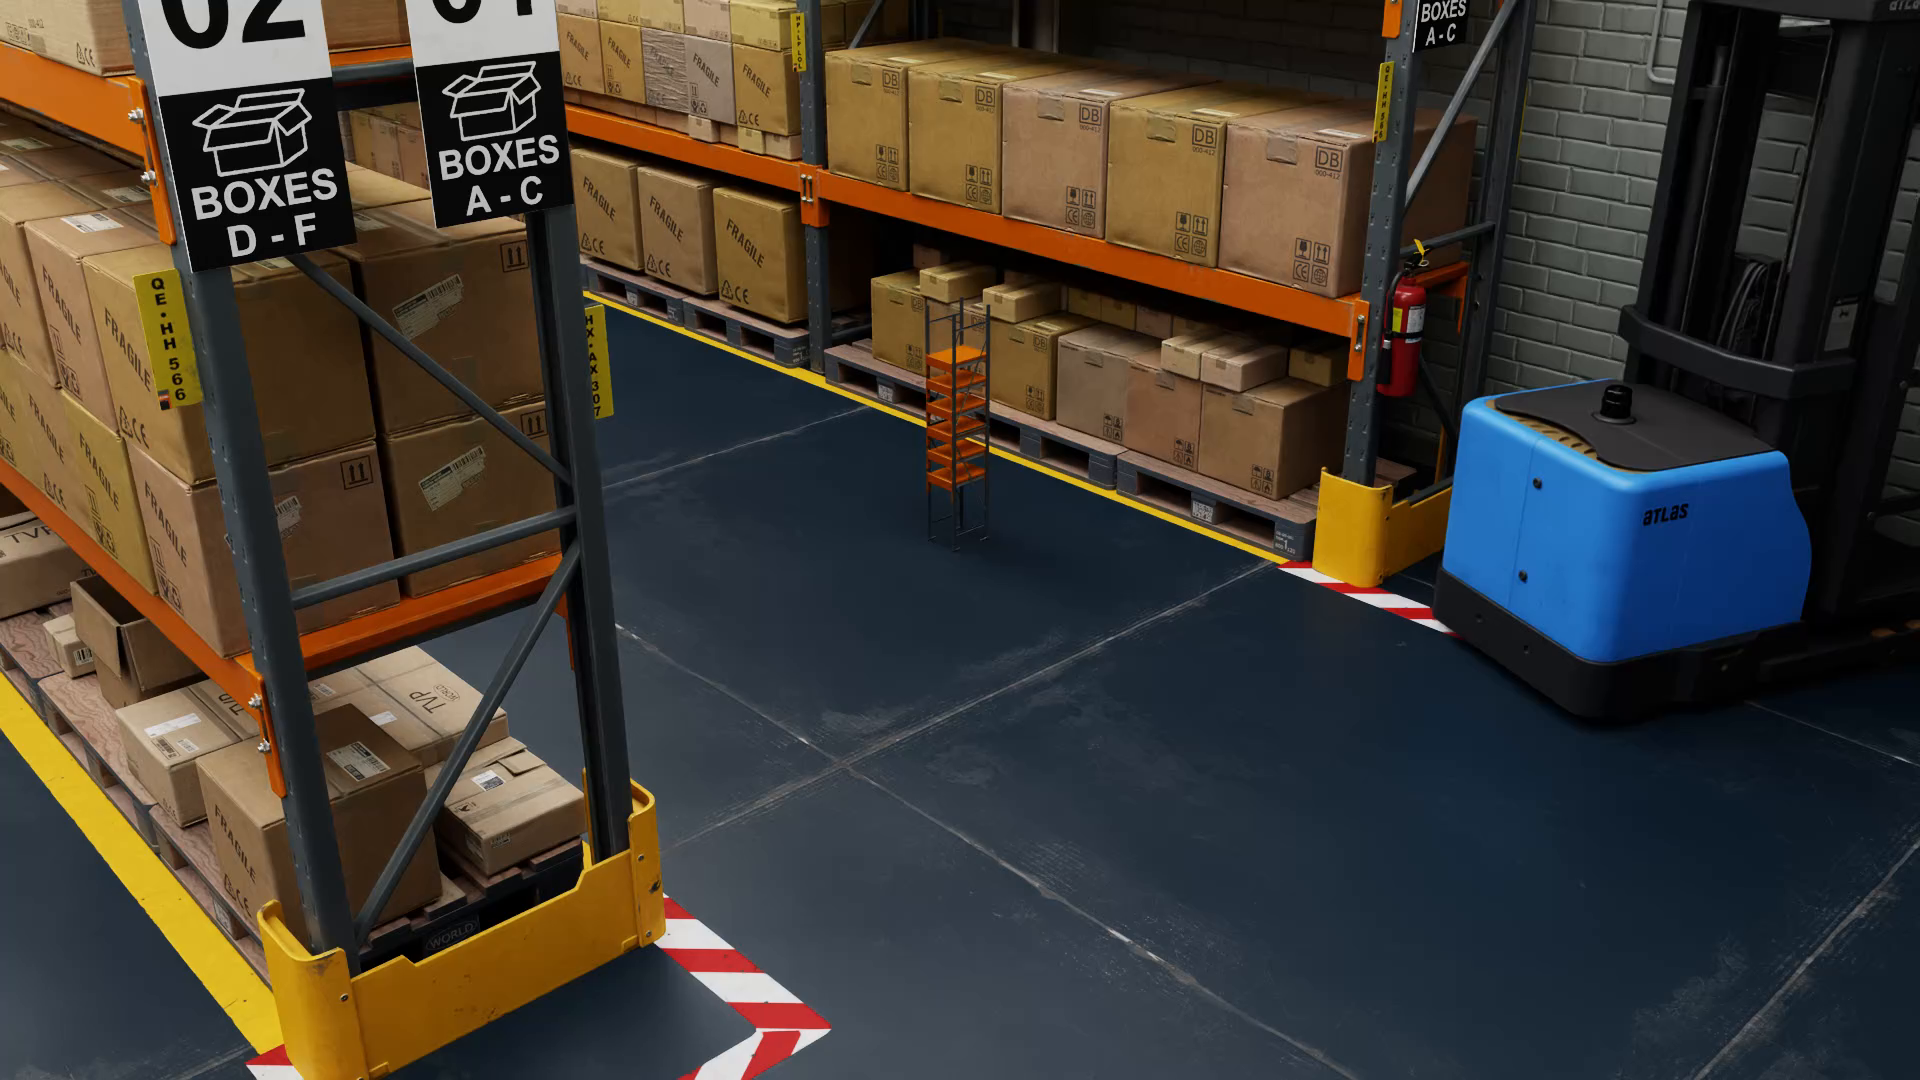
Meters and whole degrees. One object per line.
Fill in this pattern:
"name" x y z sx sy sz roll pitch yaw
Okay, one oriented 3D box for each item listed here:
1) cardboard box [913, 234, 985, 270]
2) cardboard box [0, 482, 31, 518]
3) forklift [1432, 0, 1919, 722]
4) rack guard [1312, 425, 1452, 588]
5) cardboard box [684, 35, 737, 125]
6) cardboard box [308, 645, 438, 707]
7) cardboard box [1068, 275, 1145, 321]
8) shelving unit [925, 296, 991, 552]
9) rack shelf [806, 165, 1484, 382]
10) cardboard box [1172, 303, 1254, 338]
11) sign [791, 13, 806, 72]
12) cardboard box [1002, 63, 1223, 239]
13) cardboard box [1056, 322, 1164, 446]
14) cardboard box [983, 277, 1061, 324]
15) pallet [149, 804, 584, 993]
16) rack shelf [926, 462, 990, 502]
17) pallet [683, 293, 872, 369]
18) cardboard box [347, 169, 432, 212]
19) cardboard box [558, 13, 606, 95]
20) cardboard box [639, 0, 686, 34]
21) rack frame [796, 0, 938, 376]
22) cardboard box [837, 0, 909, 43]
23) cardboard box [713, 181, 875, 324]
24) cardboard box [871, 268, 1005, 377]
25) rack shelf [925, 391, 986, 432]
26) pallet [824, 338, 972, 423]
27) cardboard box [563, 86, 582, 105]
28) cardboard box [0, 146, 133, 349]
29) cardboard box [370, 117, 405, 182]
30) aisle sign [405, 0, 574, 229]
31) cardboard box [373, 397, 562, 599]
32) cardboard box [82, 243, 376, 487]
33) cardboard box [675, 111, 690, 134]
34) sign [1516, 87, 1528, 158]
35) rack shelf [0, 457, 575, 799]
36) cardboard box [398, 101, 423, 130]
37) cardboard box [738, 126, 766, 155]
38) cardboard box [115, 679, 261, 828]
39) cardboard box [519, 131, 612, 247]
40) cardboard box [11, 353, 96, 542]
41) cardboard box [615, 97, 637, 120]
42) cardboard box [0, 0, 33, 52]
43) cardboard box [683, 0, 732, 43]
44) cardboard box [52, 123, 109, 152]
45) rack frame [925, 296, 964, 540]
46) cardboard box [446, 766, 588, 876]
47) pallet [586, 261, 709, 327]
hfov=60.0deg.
"cardboard box" -0.066 -1.759 10.215 0.380 0.149 0.250 -21 32 -39
"cardboard box" -4.708 -0.290 7.753 0.500 0.500 0.500 -21 32 -39
"forklift" 3.657 -0.988 6.885 3.031 2.935 1.130 -9 26 -20
"rack guard" 2.202 -0.209 8.105 1.175 0.500 0.348 -21 32 -38
"cardboard box" -1.404 -2.975 10.655 0.500 0.500 0.500 -21 32 -38
"cardboard box" -2.276 0.556 6.201 0.500 0.250 0.500 -21 32 -38
"cardboard box" 0.825 -1.365 9.353 0.380 0.149 0.250 -22 32 -39
"shelving unit" -0.010 -0.550 8.011 0.258 1.200 0.189 -21 32 -38
"rack shelf" 0.819 -1.632 9.080 1.077 0.370 4.000 -21 32 -38
"cardboard box" 1.348 -1.134 8.846 0.380 0.149 0.250 -21 32 -38
"sign" -0.938 -2.899 9.691 0.100 0.325 0.005 -21 32 -38
"cardboard box" 0.810 -2.092 8.861 0.700 0.700 0.980 22 32 39
"cardboard box" 0.948 -0.895 9.103 0.500 0.500 0.700 23 33 40
"cardboard box" 0.346 -1.345 9.308 0.380 0.149 0.250 -22 33 -40
"pallet" -2.025 1.058 5.678 1.003 0.211 1.213 -21 32 -38
"rack shelf" -0.010 -0.291 8.129 0.258 0.103 0.180 -21 32 -38
"pallet" -1.131 -1.509 11.303 1.003 0.211 1.213 -21 32 -38
"cardboard box" -1.901 -0.813 5.092 0.500 0.500 0.500 -21 32 -38
"cardboard box" -2.447 -3.435 11.663 0.500 0.500 0.500 -21 32 -39
"cardboard box" -1.745 -3.477 10.852 0.500 0.250 0.500 -20 32 -37
"rack frame" -0.548 -2.565 10.259 1.000 3.000 0.127 -21 32 -38
"cardboard box" -0.672 -3.310 10.484 0.500 0.250 0.500 -20 31 -37
"cardboard box" -1.087 -1.938 10.969 0.750 0.750 0.750 -21 32 -38
"cardboard box" -0.112 -1.363 10.130 0.700 0.500 0.500 -21 32 -38
"rack shelf" -0.010 -0.619 7.979 0.258 0.103 0.180 -21 32 -38
"pallet" -0.086 -1.044 10.284 1.003 0.211 1.213 -21 32 -38
"cardboard box" -2.679 -3.282 12.109 0.380 0.149 0.250 -22 32 -39
"cardboard box" -2.987 -0.968 5.433 0.500 0.500 0.500 -20 31 -37
"cardboard box" -4.792 -3.525 14.845 0.700 0.500 0.500 -21 32 -38
"aisle sign" -1.167 -1.192 4.117 0.394 0.787 0.004 -21 32 -38
"cardboard box" -1.539 -0.202 4.958 0.500 0.500 0.500 -20 32 -37
"cardboard box" -1.933 -0.504 4.416 0.500 0.500 0.500 -22 32 -39
"cardboard box" -1.662 -2.799 11.051 0.380 0.149 0.250 -21 32 -38
"sign" 2.595 -1.939 7.748 0.100 0.325 0.005 -21 32 -38
"rack shelf" -2.795 -0.226 5.997 1.077 0.370 4.000 -21 32 -38
"cardboard box" -4.511 -3.729 14.389 0.500 0.250 0.500 -21 32 -39
"cardboard box" -1.176 -2.552 10.508 0.380 0.149 0.250 -21 32 -38
"cardboard box" -2.607 0.713 5.857 0.500 0.250 0.500 -21 32 -38
"cardboard box" -2.875 -2.730 12.705 0.750 0.750 0.750 -22 32 -39
"cardboard box" -2.627 -0.360 5.304 0.500 0.500 0.500 -21 32 -38
"cardboard box" -2.170 -3.045 11.589 0.380 0.149 0.250 -21 32 -38
"cardboard box" -2.305 -1.479 4.444 0.500 0.250 0.500 -21 32 -38
"cardboard box" -1.397 -3.323 10.513 0.500 0.250 0.500 -20 31 -37
"cardboard box" -2.931 -1.272 6.100 0.500 0.500 0.500 -21 32 -38
"rack frame" -0.072 -0.578 8.071 0.240 1.200 0.006 -21 32 -38
"cardboard box" -1.463 0.926 5.512 0.380 0.149 0.250 -21 32 -38
"pallet" -1.969 -1.879 12.114 1.003 0.211 1.213 -21 32 -38
